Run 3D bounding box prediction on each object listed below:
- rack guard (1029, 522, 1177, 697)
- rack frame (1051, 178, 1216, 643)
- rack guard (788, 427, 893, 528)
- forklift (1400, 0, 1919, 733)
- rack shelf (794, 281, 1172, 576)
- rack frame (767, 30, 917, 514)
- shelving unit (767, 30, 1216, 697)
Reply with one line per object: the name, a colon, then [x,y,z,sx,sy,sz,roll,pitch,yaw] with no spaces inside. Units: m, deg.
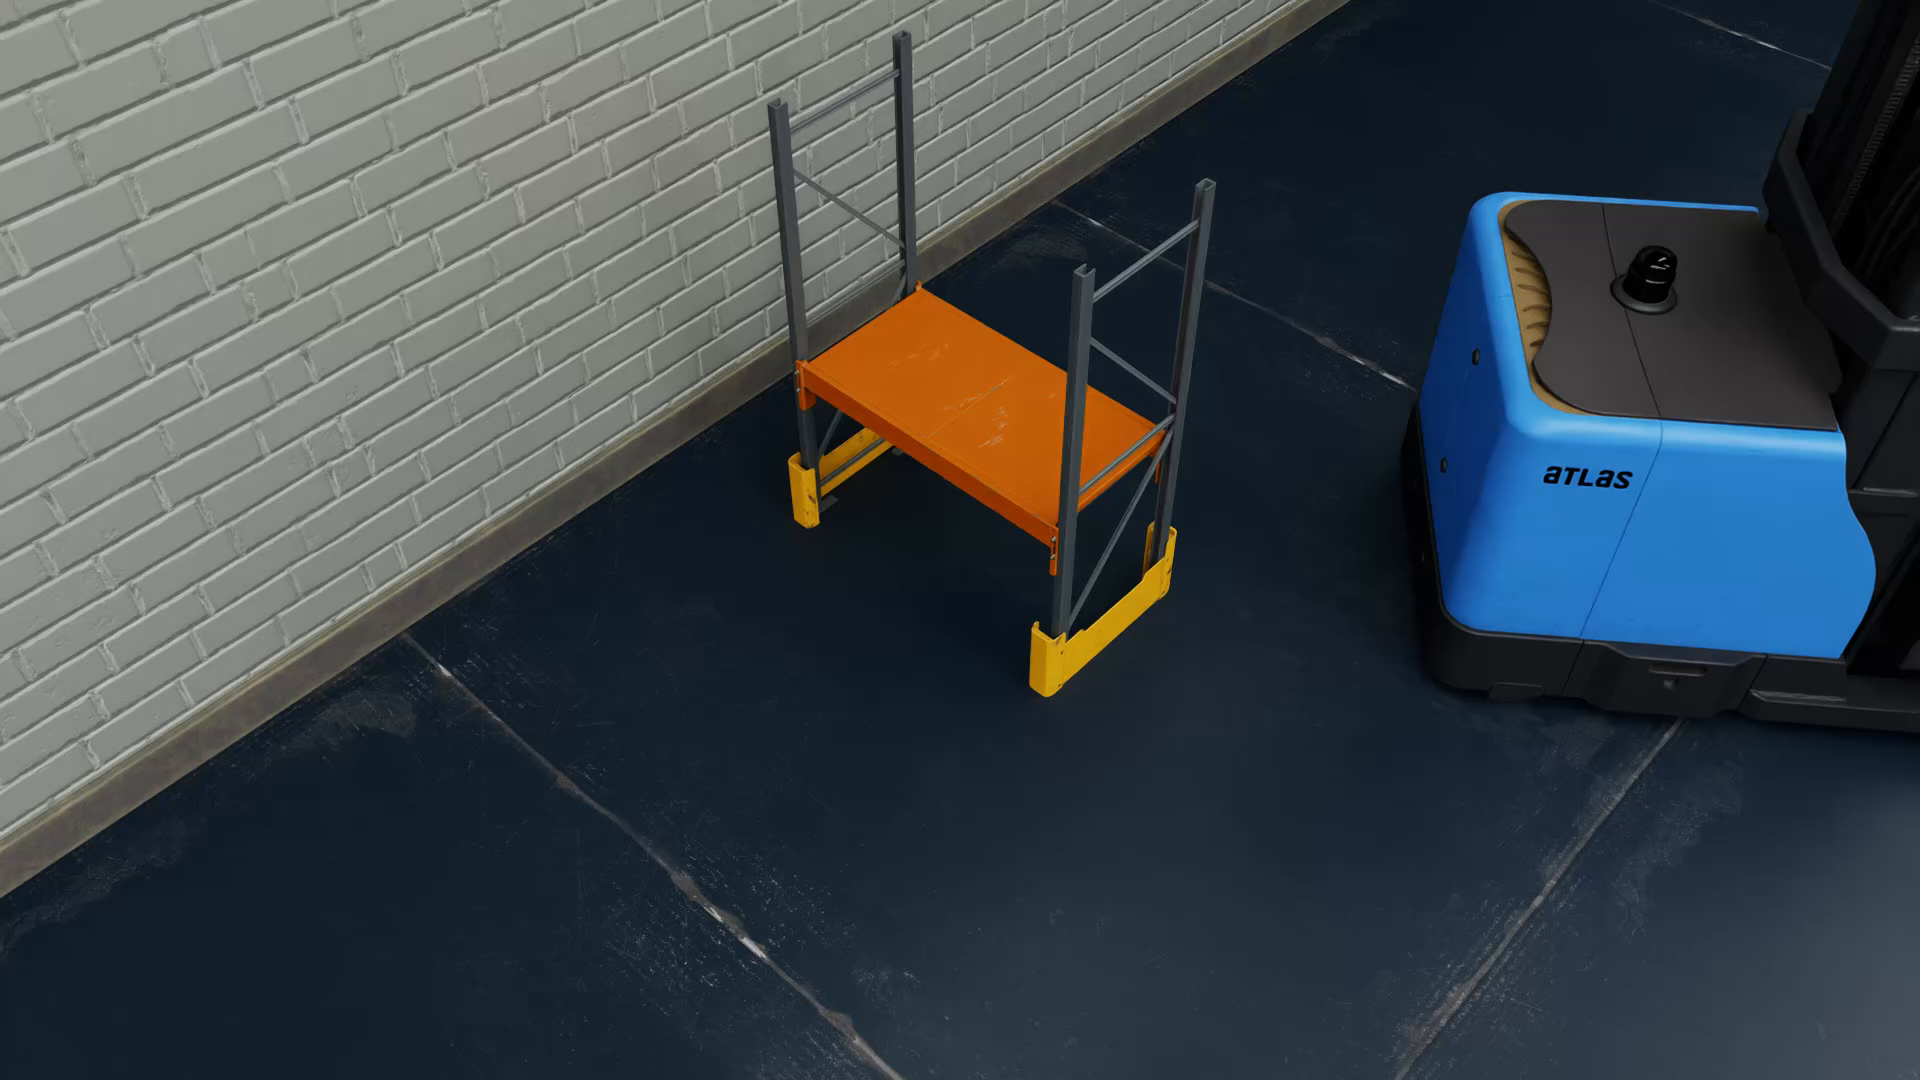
rack guard: [0.422,0.198,4.892,0.087,0.250,0.587,34,55,28]
rack frame: [0.436,-0.220,4.428,0.032,1.500,0.500,34,55,28]
rack guard: [-0.310,-0.294,5.355,0.087,0.250,0.587,34,55,28]
forklift: [2.893,-0.803,3.994,3.031,2.935,1.130,4,47,4]
rack shelf: [0.063,-0.348,4.795,1.000,0.185,0.538,34,55,28]
rack frame: [-0.311,-0.723,4.900,0.032,1.500,0.500,34,55,28]
shelving unit: [0.056,-0.476,4.668,1.083,1.500,0.587,34,55,28]
